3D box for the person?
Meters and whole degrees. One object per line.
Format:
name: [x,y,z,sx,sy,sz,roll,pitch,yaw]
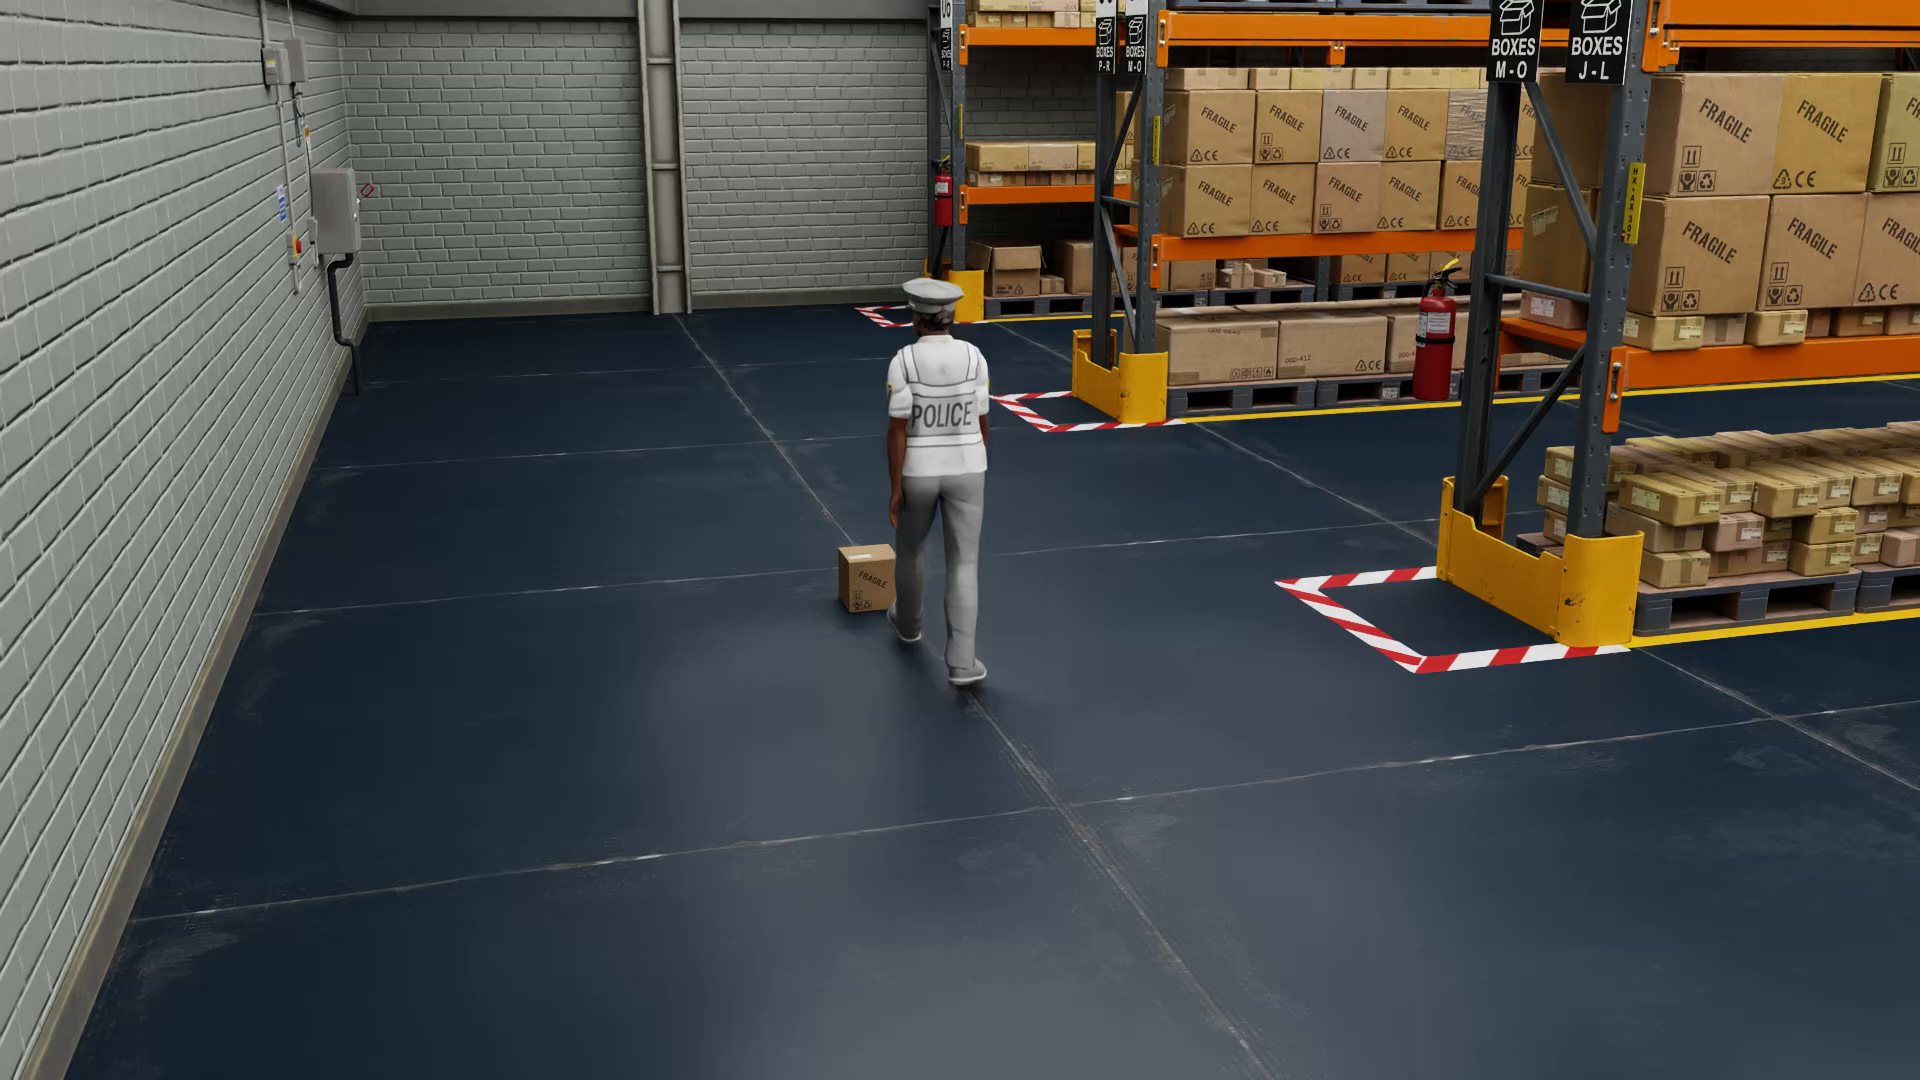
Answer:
person: [-0.095,-0.265,6.935,0.434,1.621,0.939,-1,16,-2]
